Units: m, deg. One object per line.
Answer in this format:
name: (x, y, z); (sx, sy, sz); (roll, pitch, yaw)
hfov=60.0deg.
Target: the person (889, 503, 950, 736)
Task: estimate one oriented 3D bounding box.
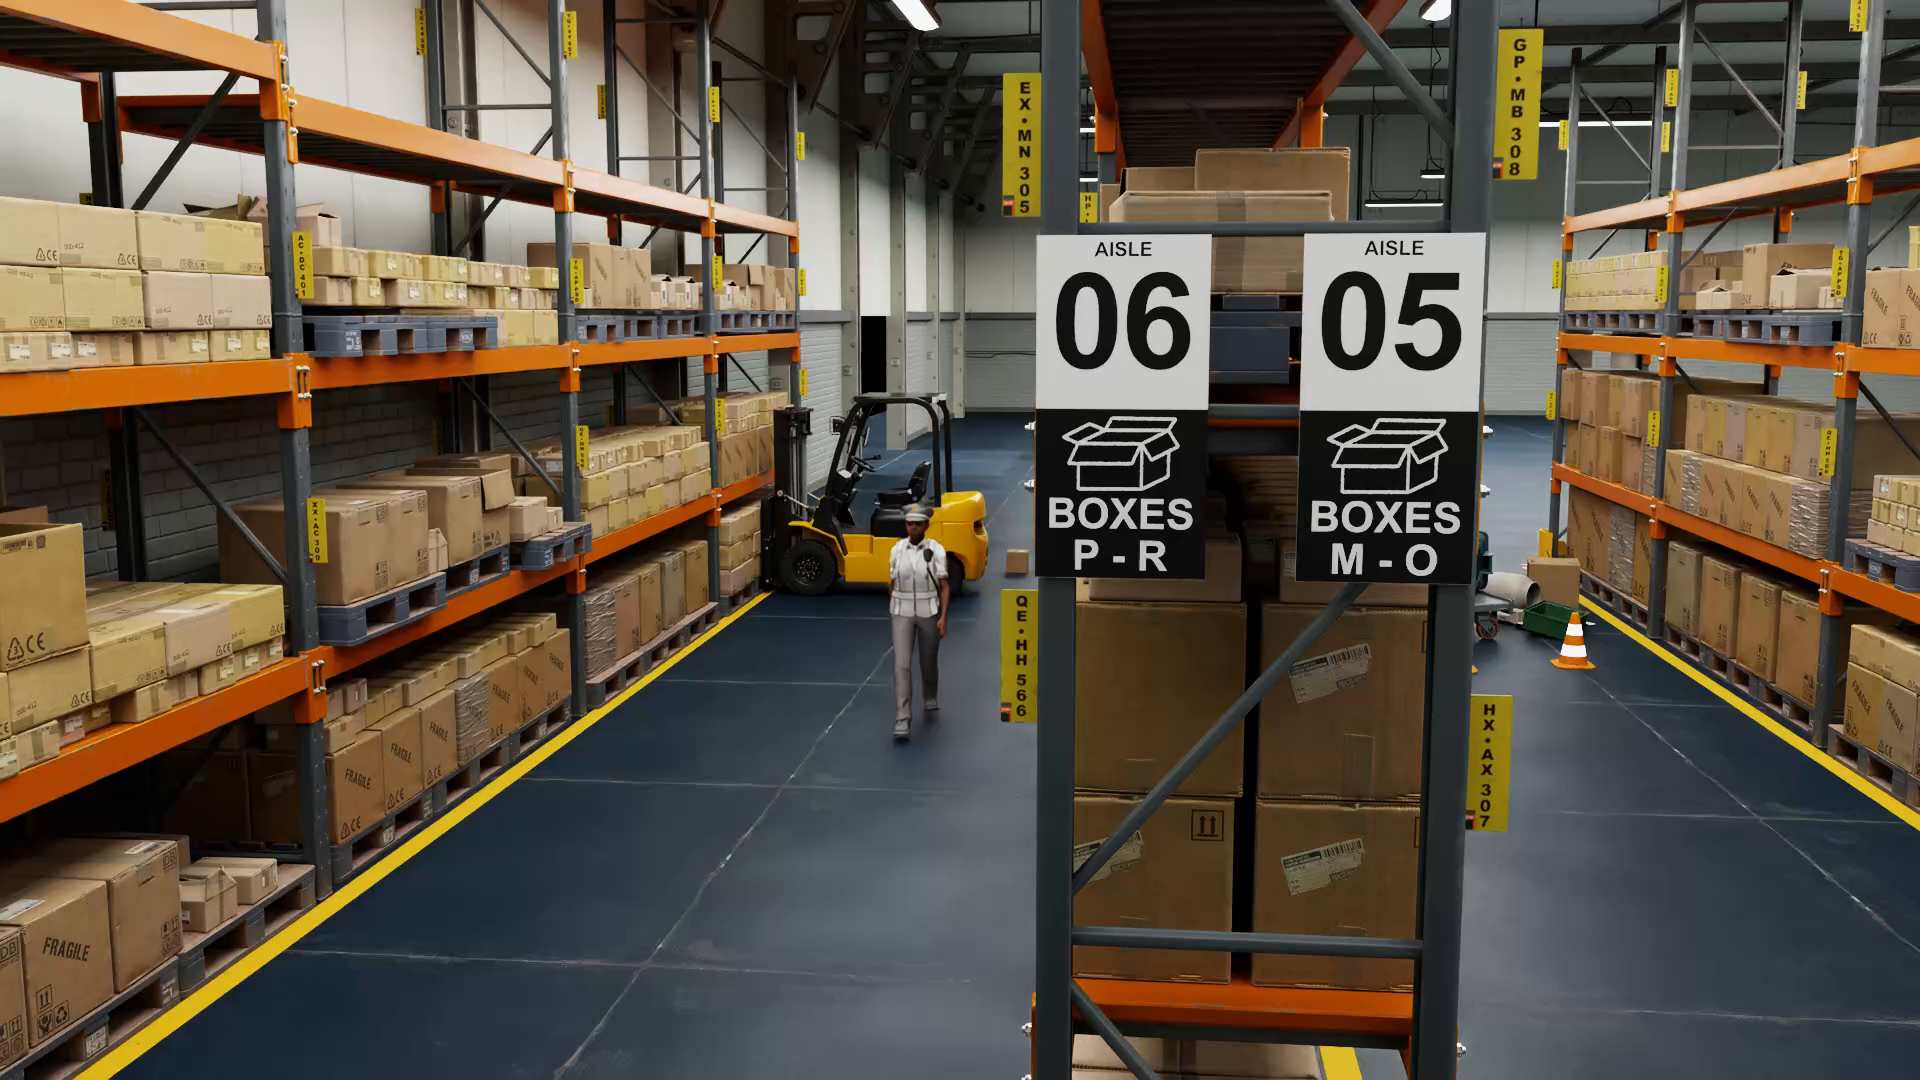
person: (-0.299, 0.546, 12.123); (0.457, 1.638, 0.977); (0, 8, 3)
